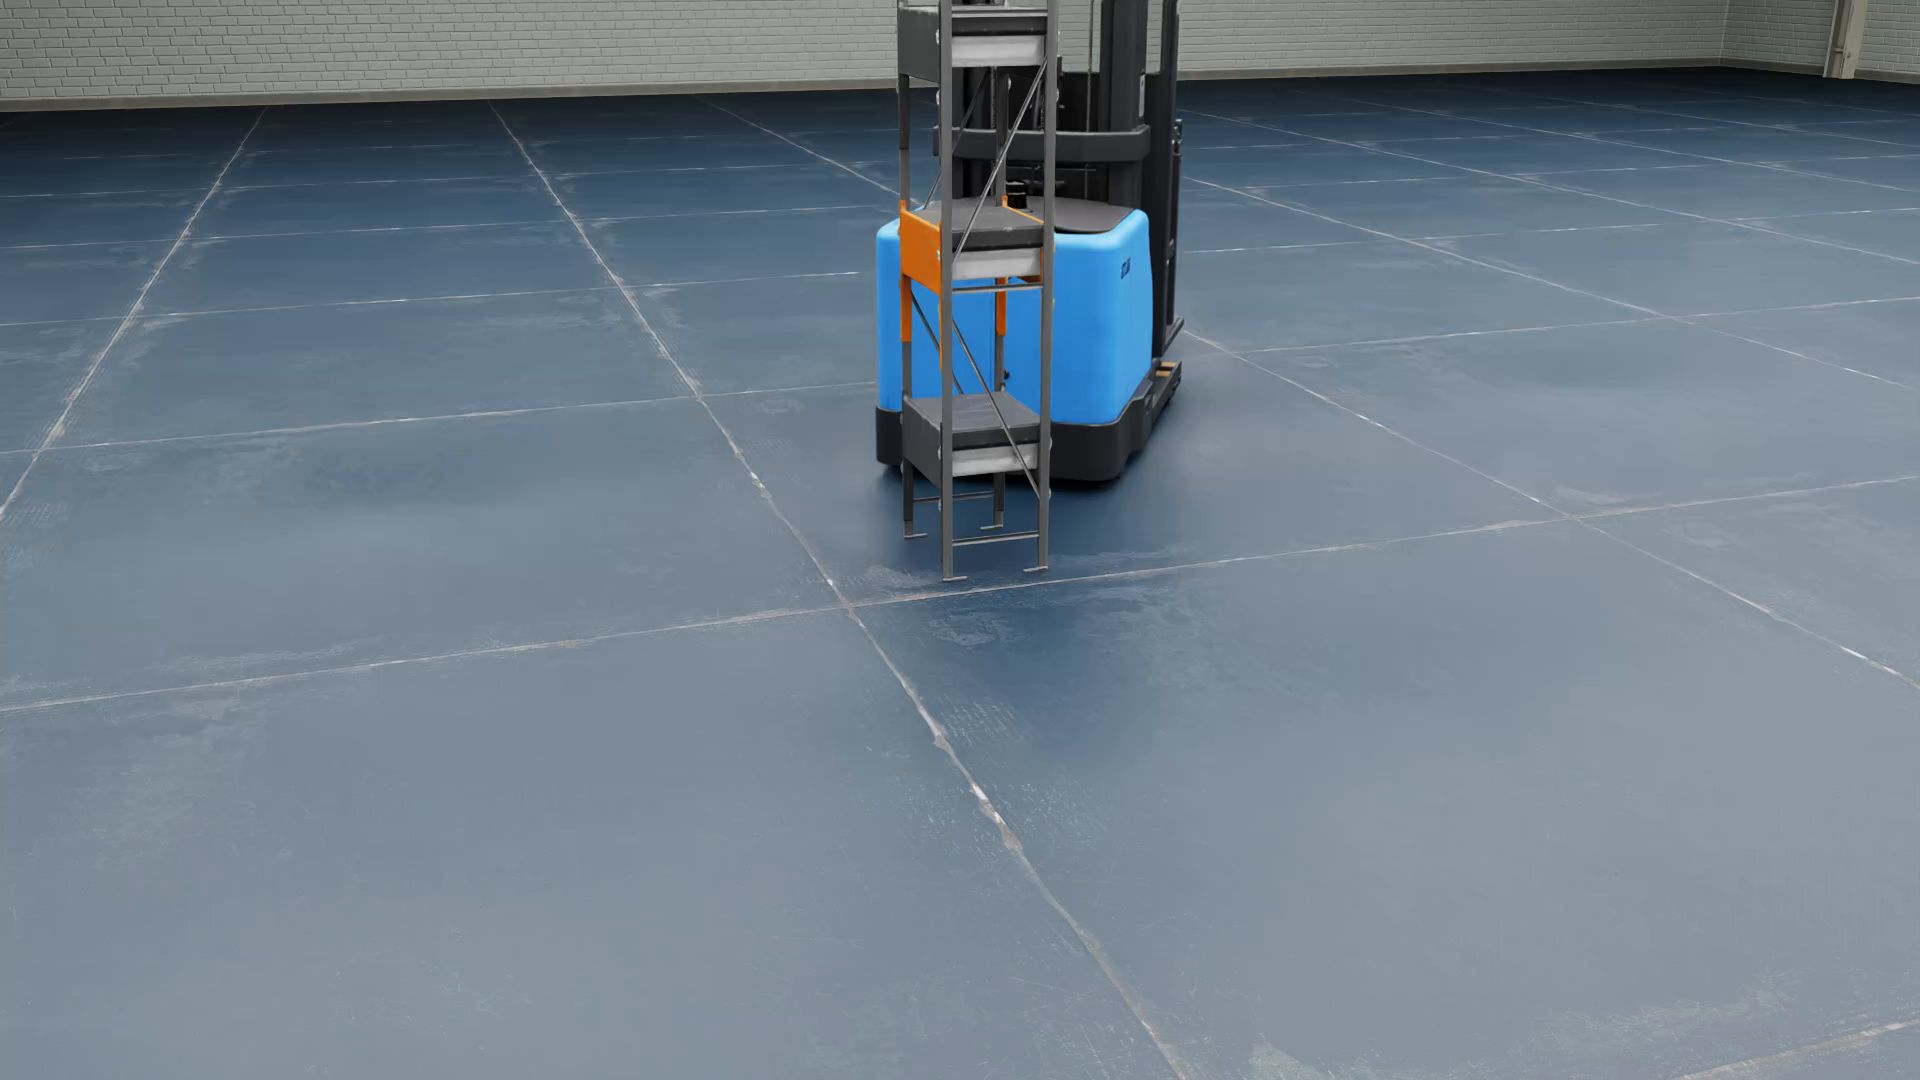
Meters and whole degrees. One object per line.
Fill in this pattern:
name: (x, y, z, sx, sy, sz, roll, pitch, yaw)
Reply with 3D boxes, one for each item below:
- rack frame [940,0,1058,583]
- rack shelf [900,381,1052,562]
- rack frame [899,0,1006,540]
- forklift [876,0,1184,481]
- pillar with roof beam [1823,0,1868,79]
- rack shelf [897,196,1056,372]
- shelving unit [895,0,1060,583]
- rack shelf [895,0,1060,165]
rack frame: (0.129, -0.857, 5.696, 0.400, 2.100, 0.015, -6, 21, -17)
rack shelf: (0.052, -0.263, 6.155, 0.431, 0.518, 0.480, -6, 21, -17)
rack frame: (-0.025, -1.013, 6.132, 0.400, 2.100, 0.015, -6, 21, -17)
forklift: (0.511, -2.087, 7.892, 1.130, 2.935, 3.031, 5, 20, 14)
pillar with roof beam: (10.928, -11.679, 25.620, 9.100, 9.000, 0.400, -6, 21, -17)
rack shelf: (0.052, -0.922, 5.918, 0.431, 0.518, 0.480, -6, 21, -17)
shelving unit: (0.052, -0.935, 5.914, 0.431, 2.100, 0.503, -6, 21, -17)
rack shelf: (0.052, -1.581, 5.682, 0.431, 0.518, 0.480, -6, 21, -17)
